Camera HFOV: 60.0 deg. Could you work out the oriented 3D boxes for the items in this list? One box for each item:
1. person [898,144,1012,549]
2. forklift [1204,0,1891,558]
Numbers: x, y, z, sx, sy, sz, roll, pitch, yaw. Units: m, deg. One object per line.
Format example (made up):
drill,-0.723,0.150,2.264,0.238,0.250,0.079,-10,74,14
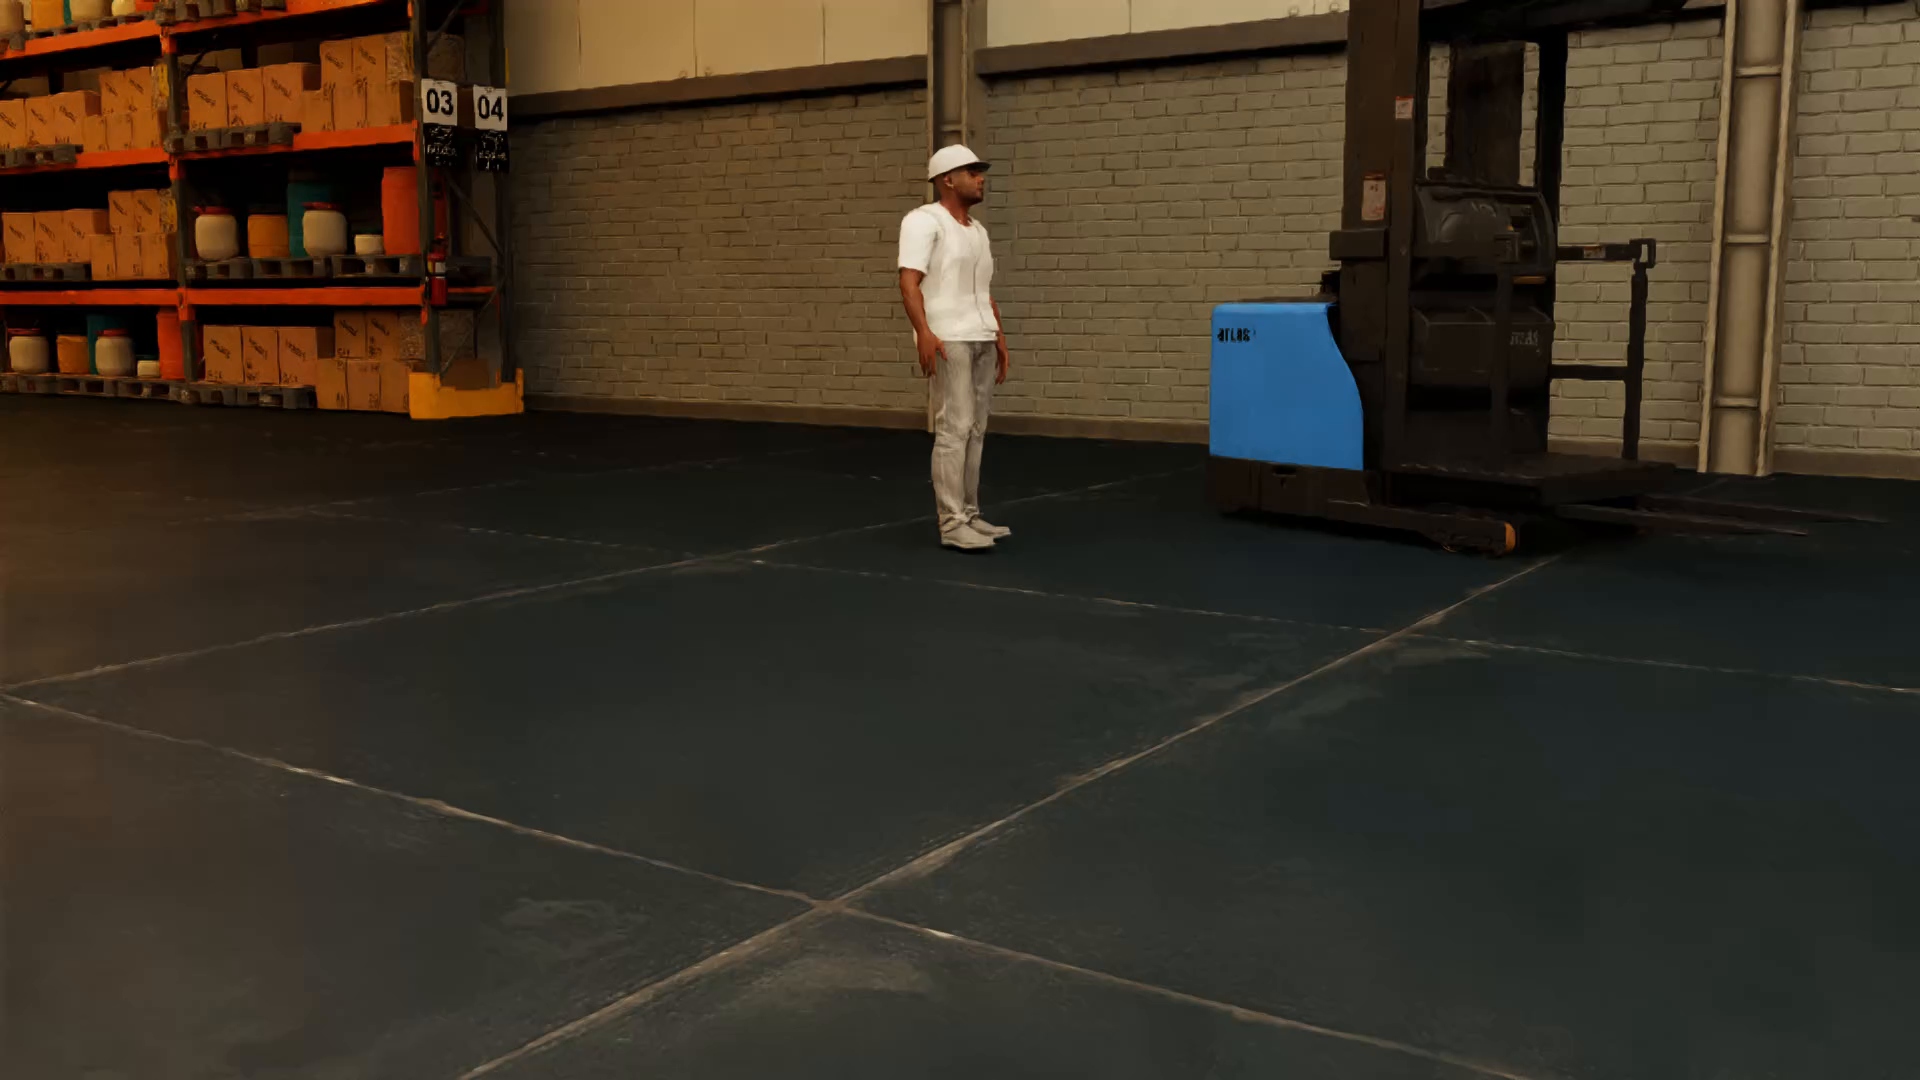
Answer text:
person,0.055,-0.875,7.435,0.576,1.766,0.665,5,10,34
forklift,2.522,-1.453,7.410,1.130,2.935,3.031,-6,10,-36
